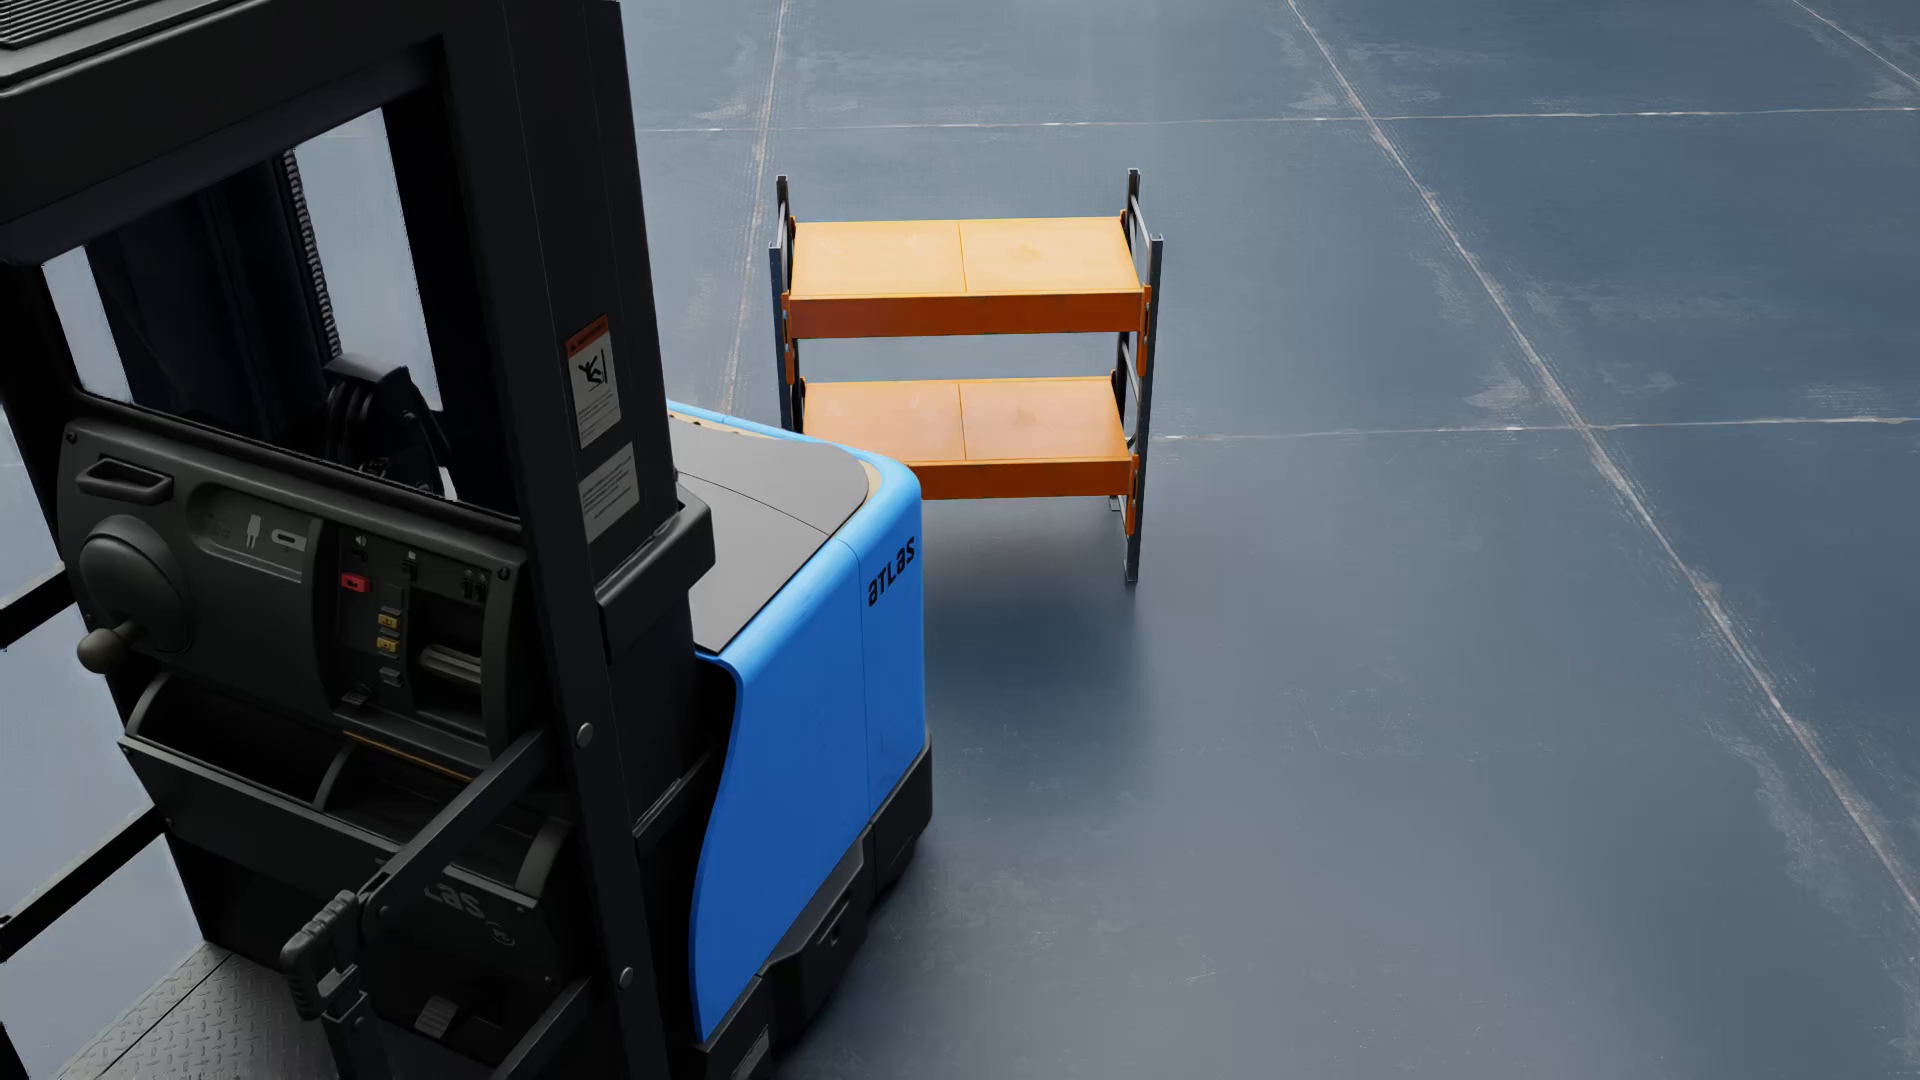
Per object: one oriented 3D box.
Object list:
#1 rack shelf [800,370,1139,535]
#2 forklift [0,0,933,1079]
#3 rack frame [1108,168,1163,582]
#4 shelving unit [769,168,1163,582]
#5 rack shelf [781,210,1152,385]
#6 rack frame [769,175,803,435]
[{"bbox_3d":[0.007,-0.262,5.069,1.000,0.278,0.538,-2,35,-2],"label":"rack shelf"},{"bbox_3d":[-1.162,0.148,2.460,1.130,2.935,3.031,15,38,21],"label":"forklift"},{"bbox_3d":[0.515,-0.476,4.950,0.032,1.125,0.500,-2,35,-2],"label":"rack frame"},{"bbox_3d":[0.007,-0.463,4.930,1.048,1.125,0.538,-2,35,-2],"label":"shelving unit"},{"bbox_3d":[0.007,-0.703,4.764,1.000,0.278,0.538,-2,35,-2],"label":"rack shelf"},{"bbox_3d":[-0.501,-0.449,4.910,0.032,1.125,0.500,-2,35,-2],"label":"rack frame"}]
